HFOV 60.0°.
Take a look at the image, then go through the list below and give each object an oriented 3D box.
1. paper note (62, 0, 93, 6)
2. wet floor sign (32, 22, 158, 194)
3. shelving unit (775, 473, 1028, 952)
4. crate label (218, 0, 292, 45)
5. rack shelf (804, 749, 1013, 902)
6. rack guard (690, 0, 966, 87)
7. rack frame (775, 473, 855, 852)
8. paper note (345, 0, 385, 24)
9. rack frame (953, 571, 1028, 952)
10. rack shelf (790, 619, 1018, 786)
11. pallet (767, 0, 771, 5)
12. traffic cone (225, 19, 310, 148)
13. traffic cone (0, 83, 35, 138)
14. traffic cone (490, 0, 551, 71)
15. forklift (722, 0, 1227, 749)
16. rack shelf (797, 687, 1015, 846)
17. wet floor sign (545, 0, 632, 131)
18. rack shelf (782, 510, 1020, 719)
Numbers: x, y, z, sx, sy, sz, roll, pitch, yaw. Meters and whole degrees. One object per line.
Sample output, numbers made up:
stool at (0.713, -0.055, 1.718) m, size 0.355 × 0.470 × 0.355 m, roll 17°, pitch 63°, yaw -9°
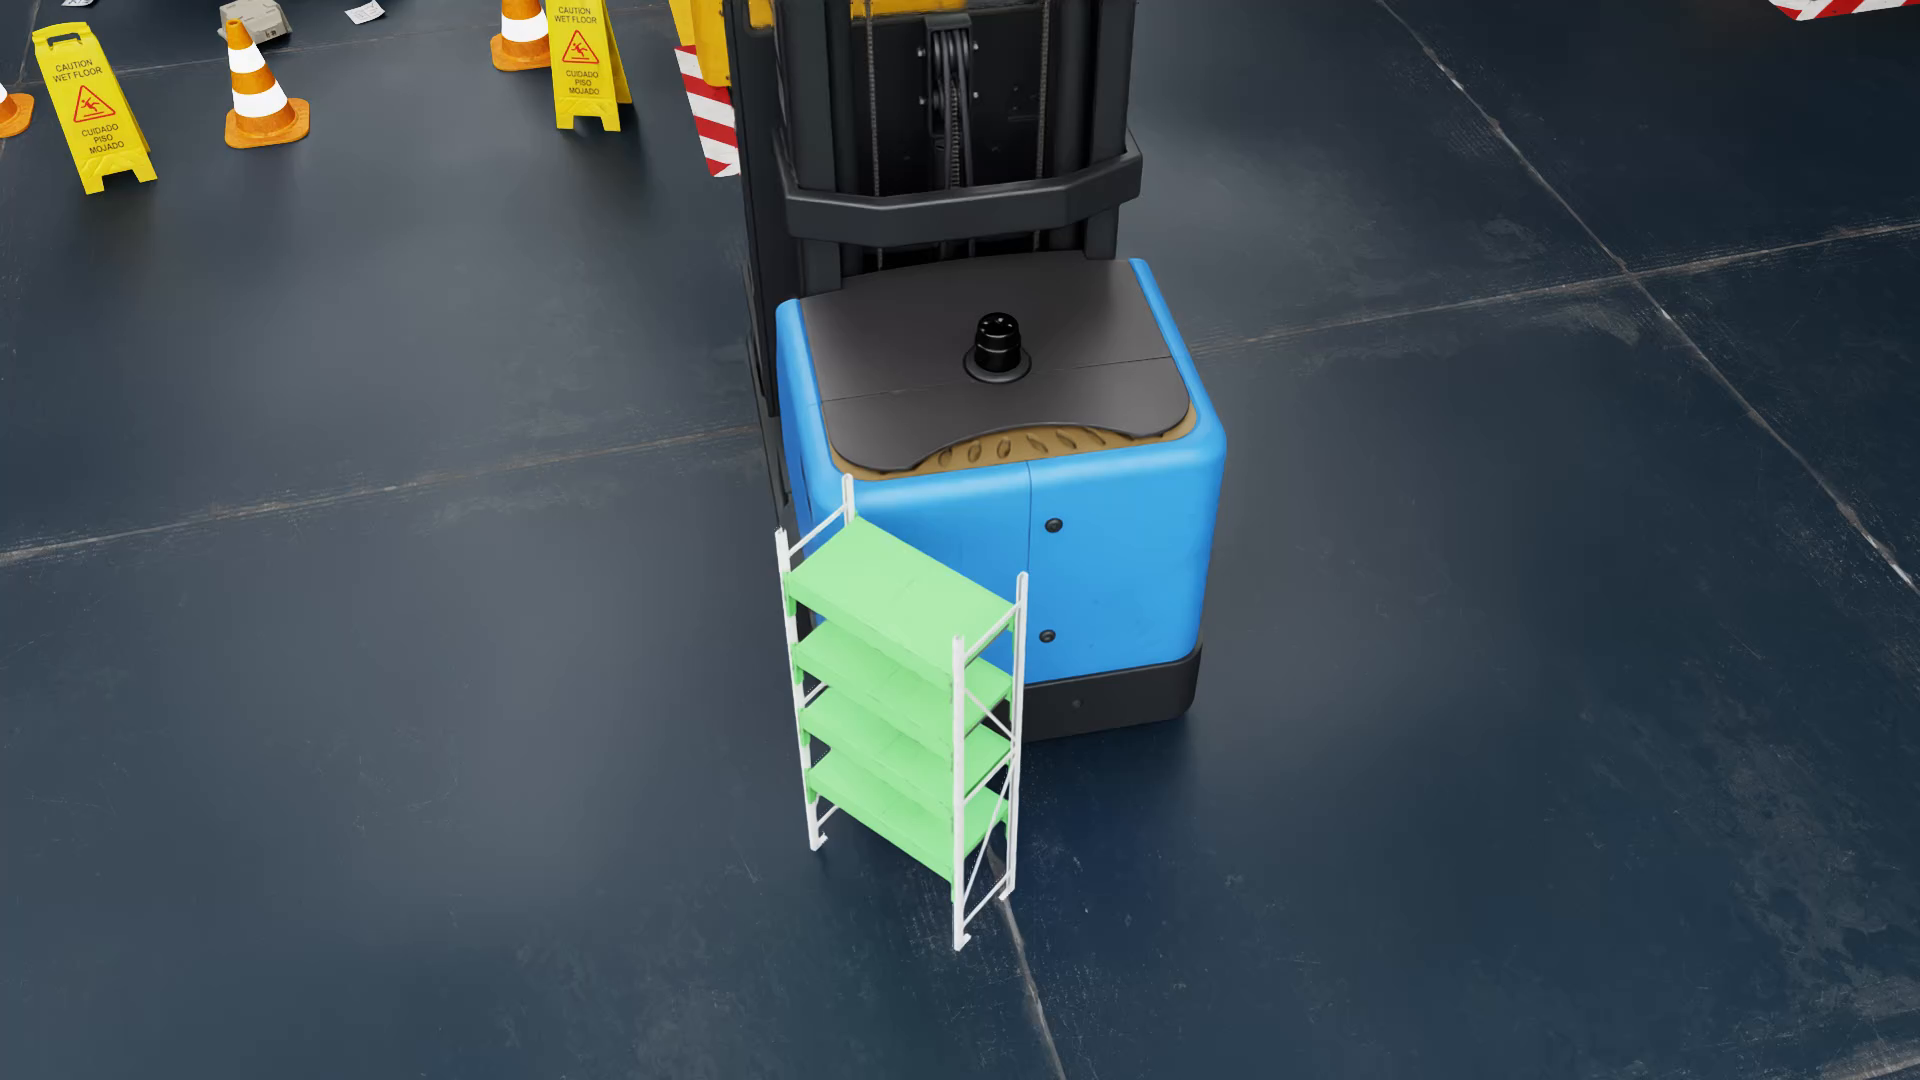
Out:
paper note at (-4.058, -2.514, 7.694) m, size 0.144 × 0.017 × 0.142 m, roll 4°, pitch 46°, yaw 4°
wet floor sign at (-3.387, -1.708, 6.472) m, size 0.267 × 0.644 × 0.232 m, roll -18°, pitch 48°, yaw -17°
shelving unit at (-0.128, 0.448, 3.971) m, size 0.503 × 1.200 × 0.258 m, roll 29°, pitch 52°, yaw 26°
crate label at (-3.153, -2.318, 7.425) m, size 0.250 × 0.136 × 0.298 m, roll -35°, pitch 55°, yaw -30°
rack shelf at (-0.128, 0.661, 4.188) m, size 0.480 × 0.148 × 0.258 m, roll 29°, pitch 52°, yaw 26°
rack guard at (-0.569, -2.342, 7.195) m, size 1.175 × 0.500 × 0.348 m, roll -11°, pitch 47°, yaw -10°
rack frame at (-0.319, 0.341, 4.076) m, size 0.015 × 1.200 × 0.240 m, roll 29°, pitch 52°, yaw 26°
paper note at (-2.715, -2.414, 7.595) m, size 0.148 × 0.019 × 0.142 m, roll -26°, pitch 51°, yaw -24°
rack frame at (0.064, 0.556, 3.865) m, size 0.015 × 1.200 × 0.240 m, roll 29°, pitch 52°, yaw 26°
rack shelf at (-0.128, 0.325, 3.845) m, size 0.480 × 0.148 × 0.258 m, roll 29°, pitch 52°, yaw 26°
pallet at (-0.742, -2.809, 7.855) m, size 1.003 × 0.211 × 1.213 m, roll -11°, pitch 47°, yaw -10°
traffic cone at (-2.892, -1.900, 6.788) m, size 0.336 × 0.463 × 0.334 m, roll -11°, pitch 47°, yaw -10°
traffic cone at (-4.072, -1.928, 6.816) m, size 0.336 × 0.463 × 0.334 m, roll -11°, pitch 47°, yaw -10°
traffic cone at (-1.906, -2.338, 7.217) m, size 0.336 × 0.463 × 0.334 m, roll -11°, pitch 47°, yaw -10°
forklift at (-0.125, -1.474, 4.643) m, size 1.130 × 2.935 × 3.031 m, roll -8°, pitch 46°, yaw -8°
rack shelf at (-0.128, 0.493, 4.016) m, size 0.480 × 0.148 × 0.258 m, roll 29°, pitch 52°, yaw 26°
wet floor sign at (-1.535, -2.014, 6.772) m, size 0.267 × 0.644 × 0.232 m, roll 4°, pitch 46°, yaw 4°
rack shelf at (-0.128, 0.157, 3.673) m, size 0.480 × 0.148 × 0.258 m, roll 29°, pitch 52°, yaw 26°
